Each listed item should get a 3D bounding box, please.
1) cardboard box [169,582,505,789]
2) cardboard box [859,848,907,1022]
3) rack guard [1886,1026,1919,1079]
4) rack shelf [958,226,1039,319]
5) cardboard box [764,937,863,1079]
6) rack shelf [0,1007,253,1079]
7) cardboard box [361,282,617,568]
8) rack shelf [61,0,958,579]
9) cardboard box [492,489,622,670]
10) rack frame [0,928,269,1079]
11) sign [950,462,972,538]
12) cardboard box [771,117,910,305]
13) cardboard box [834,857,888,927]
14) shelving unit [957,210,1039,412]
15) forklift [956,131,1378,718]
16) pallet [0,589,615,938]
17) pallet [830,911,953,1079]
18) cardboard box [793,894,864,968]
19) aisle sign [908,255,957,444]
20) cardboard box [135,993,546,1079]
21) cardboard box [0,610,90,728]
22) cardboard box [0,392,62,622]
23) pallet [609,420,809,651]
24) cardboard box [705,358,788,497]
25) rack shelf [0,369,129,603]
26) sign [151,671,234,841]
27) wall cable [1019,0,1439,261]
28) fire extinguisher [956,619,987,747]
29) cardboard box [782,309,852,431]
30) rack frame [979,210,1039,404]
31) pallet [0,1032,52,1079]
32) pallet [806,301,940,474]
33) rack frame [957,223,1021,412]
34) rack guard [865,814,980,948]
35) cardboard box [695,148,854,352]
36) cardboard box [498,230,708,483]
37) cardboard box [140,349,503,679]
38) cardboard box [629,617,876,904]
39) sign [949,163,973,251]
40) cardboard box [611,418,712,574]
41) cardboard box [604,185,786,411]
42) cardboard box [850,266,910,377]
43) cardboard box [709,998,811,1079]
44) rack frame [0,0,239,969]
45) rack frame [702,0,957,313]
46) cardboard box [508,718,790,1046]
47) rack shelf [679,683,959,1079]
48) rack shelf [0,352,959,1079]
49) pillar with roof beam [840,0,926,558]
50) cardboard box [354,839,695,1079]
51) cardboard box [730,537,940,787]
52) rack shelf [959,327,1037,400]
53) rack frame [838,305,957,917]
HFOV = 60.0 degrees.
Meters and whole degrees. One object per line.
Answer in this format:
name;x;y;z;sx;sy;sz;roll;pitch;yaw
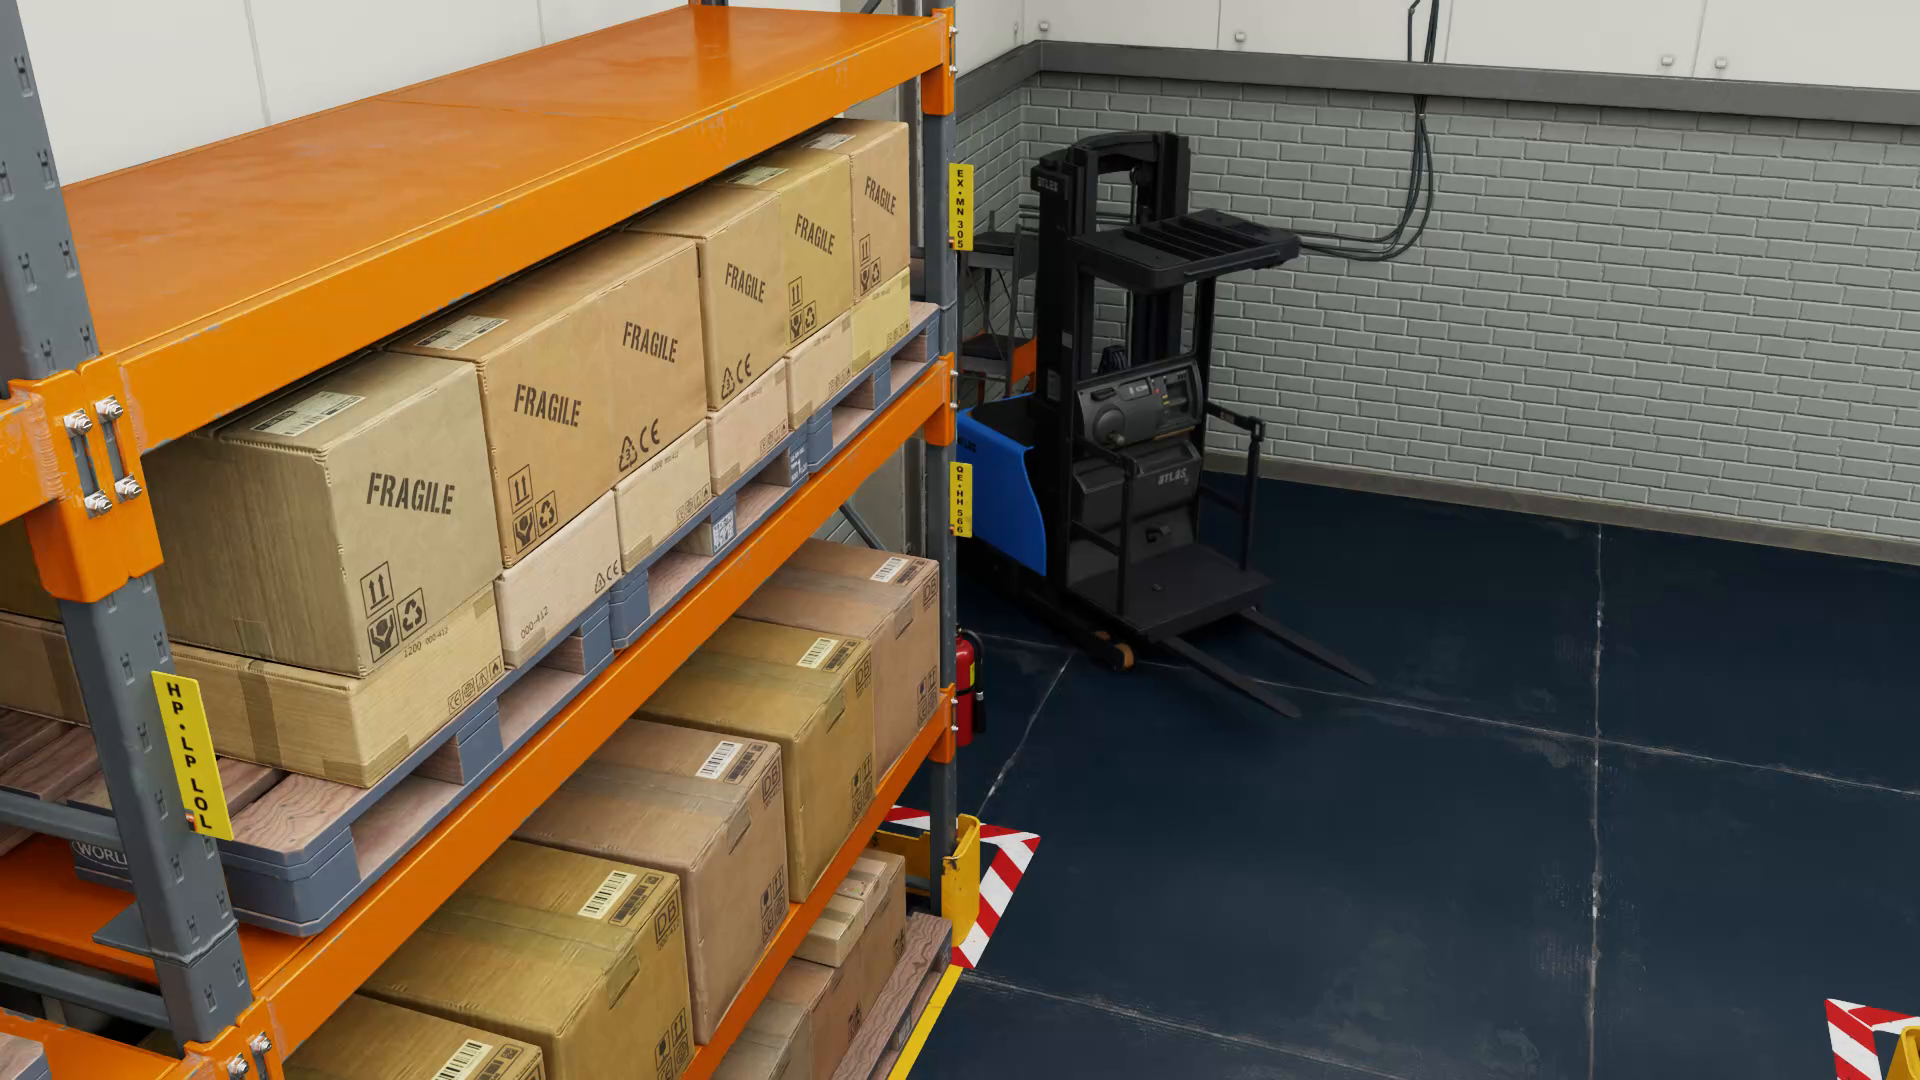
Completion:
cardboard box;-1.359;0.262;3.625;0.500;0.250;0.500;9;27;17
cardboard box;-0.645;1.618;7.076;0.700;0.500;0.500;9;27;17
rack guard;4.141;2.253;6.246;1.175;0.500;0.348;9;27;17
rack shelf;0.281;-1.799;11.152;0.431;0.518;0.480;10;20;20
cardboard box;-0.811;1.824;6.651;0.700;0.500;0.500;9;27;17
rack shelf;-2.503;1.819;1.657;1.077;0.370;4.000;9;27;17
cardboard box;-1.170;-0.295;3.913;0.500;0.500;0.500;8;27;16
rack shelf;-1.172;-0.994;4.486;1.077;0.370;4.000;9;27;17
cardboard box;-1.176;0.054;4.053;0.500;0.250;0.500;8;27;16
rack frame;-1.837;2.024;3.851;1.000;3.000;0.127;9;27;17
sign;0.001;-0.163;6.768;0.100;0.325;0.005;9;27;17
cardboard box;-0.492;-1.134;5.646;0.500;0.500;0.500;9;27;17
cardboard box;-0.516;1.406;6.771;0.380;0.149;0.250;8;27;17
shelving unit;0.245;-1.150;11.371;0.431;2.100;0.503;10;20;20
forklift;1.198;-0.780;9.722;1.130;2.935;3.031;-17;31;-31
pallet;-1.555;0.379;3.908;1.003;0.211;1.213;9;27;17
pallet;-0.698;1.975;7.152;1.003;0.211;1.213;9;27;17
cardboard box;-0.600;1.511;6.554;0.380;0.149;0.250;9;27;19
aisle sign;-0.199;-0.776;6.651;0.394;0.787;0.004;9;27;17
cardboard box;-1.641;1.668;4.242;0.980;0.700;0.700;9;27;18
cardboard box;-1.831;0.192;3.768;0.500;0.250;0.500;9;27;18
cardboard box;-1.825;-0.151;3.616;0.500;0.500;0.500;9;27;17
pallet;-1.147;-0.121;4.940;1.003;0.211;1.213;9;27;17
cardboard box;-0.840;-0.368;4.926;0.500;0.250;0.500;8;27;16
rack shelf;-2.503;0.649;1.091;1.077;0.370;4.000;9;27;17
sign;-1.322;0.374;2.862;0.100;0.325;0.005;9;27;17
wall cable;1.713;-3.195;11.309;3.097;2.526;0.112;9;27;17
fire extinguisher;-0.021;0.588;7.334;0.296;0.674;0.183;9;27;17
cardboard box;-0.672;-0.583;5.369;0.500;0.250;0.500;8;27;15
rack frame;0.336;-1.218;11.587;0.400;2.100;0.015;10;20;20
pallet;-2.096;1.144;2.447;0.805;0.209;1.217;8;27;15
pallet;-0.743;-0.624;5.979;1.003;0.211;1.213;9;27;17
rack frame;0.154;-1.082;11.155;0.400;2.100;0.015;10;20;20
rack guard;-0.498;1.495;7.812;1.175;0.500;0.348;9;27;17
cardboard box;-0.669;-0.930;5.224;0.500;0.500;0.500;10;27;19
cardboard box;-1.011;-0.498;4.334;0.500;0.500;0.500;9;27;18
cardboard box;-1.335;-0.083;3.475;0.500;0.500;0.500;8;27;17
cardboard box;-0.898;0.757;6.124;0.980;0.700;0.700;9;27;17
sign;0.001;-1.248;6.243;0.100;0.325;0.005;9;27;17
cardboard box;-1.012;-0.158;4.491;0.500;0.250;0.500;8;27;16
cardboard box;-0.835;-0.714;4.779;0.500;0.500;0.500;8;27;15
cardboard box;-0.499;-0.797;5.811;0.500;0.250;0.500;10;27;19
cardboard box;-0.978;2.031;6.224;0.700;0.500;0.500;8;27;16
rack frame;-1.837;-0.676;2.544;1.000;3.000;0.127;9;27;17
rack frame;-0.506;-2.320;5.939;1.000;3.000;0.127;9;27;17
cardboard box;-1.160;1.069;5.480;0.980;0.700;0.700;7;27;15
rack shelf;-1.172;1.526;5.706;1.077;0.370;4.000;9;27;17
rack shelf;-1.172;0.176;5.052;1.077;0.370;4.000;9;27;17
pillar with roof beam;3.636;-2.931;7.200;9.100;9.000;0.400;9;27;17
cardboard box;-1.393;1.369;4.860;0.980;0.700;0.700;8;27;16
cardboard box;-0.666;0.456;6.745;0.980;0.700;0.700;10;28;20
rack shelf;0.244;-1.137;11.375;0.431;0.518;0.480;10;20;20
rack frame;-0.506;0.380;7.246;1.000;3.000;0.127;9;27;17
